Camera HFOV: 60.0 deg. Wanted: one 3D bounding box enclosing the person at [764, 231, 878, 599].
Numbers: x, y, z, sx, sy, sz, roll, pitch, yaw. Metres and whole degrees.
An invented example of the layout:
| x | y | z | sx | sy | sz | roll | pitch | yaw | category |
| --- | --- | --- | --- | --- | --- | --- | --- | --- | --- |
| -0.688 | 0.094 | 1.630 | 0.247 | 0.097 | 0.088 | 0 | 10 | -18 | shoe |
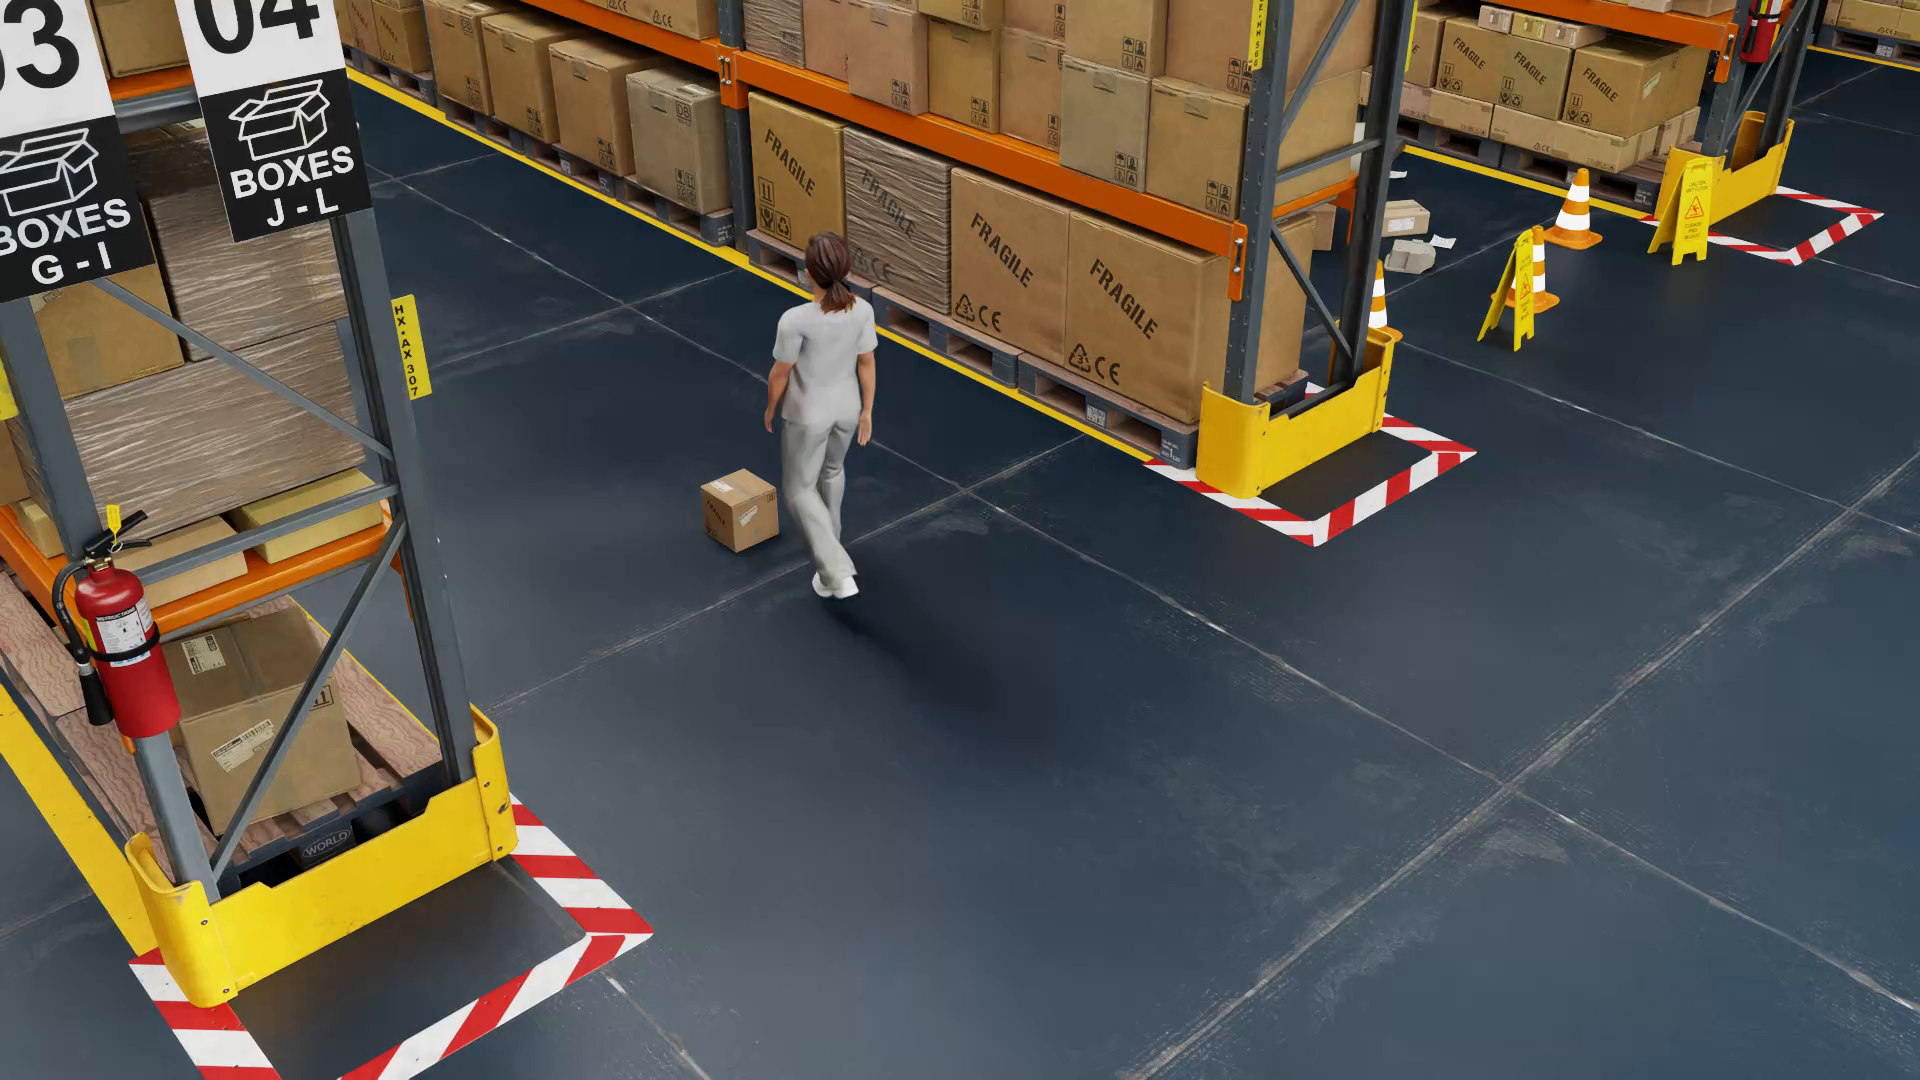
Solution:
| x | y | z | sx | sy | sz | roll | pitch | yaw | category |
| --- | --- | --- | --- | --- | --- | --- | --- | --- | --- |
| -0.597 | -0.544 | 7.019 | 0.446 | 1.635 | 0.857 | -19 | 37 | -28 | person |
